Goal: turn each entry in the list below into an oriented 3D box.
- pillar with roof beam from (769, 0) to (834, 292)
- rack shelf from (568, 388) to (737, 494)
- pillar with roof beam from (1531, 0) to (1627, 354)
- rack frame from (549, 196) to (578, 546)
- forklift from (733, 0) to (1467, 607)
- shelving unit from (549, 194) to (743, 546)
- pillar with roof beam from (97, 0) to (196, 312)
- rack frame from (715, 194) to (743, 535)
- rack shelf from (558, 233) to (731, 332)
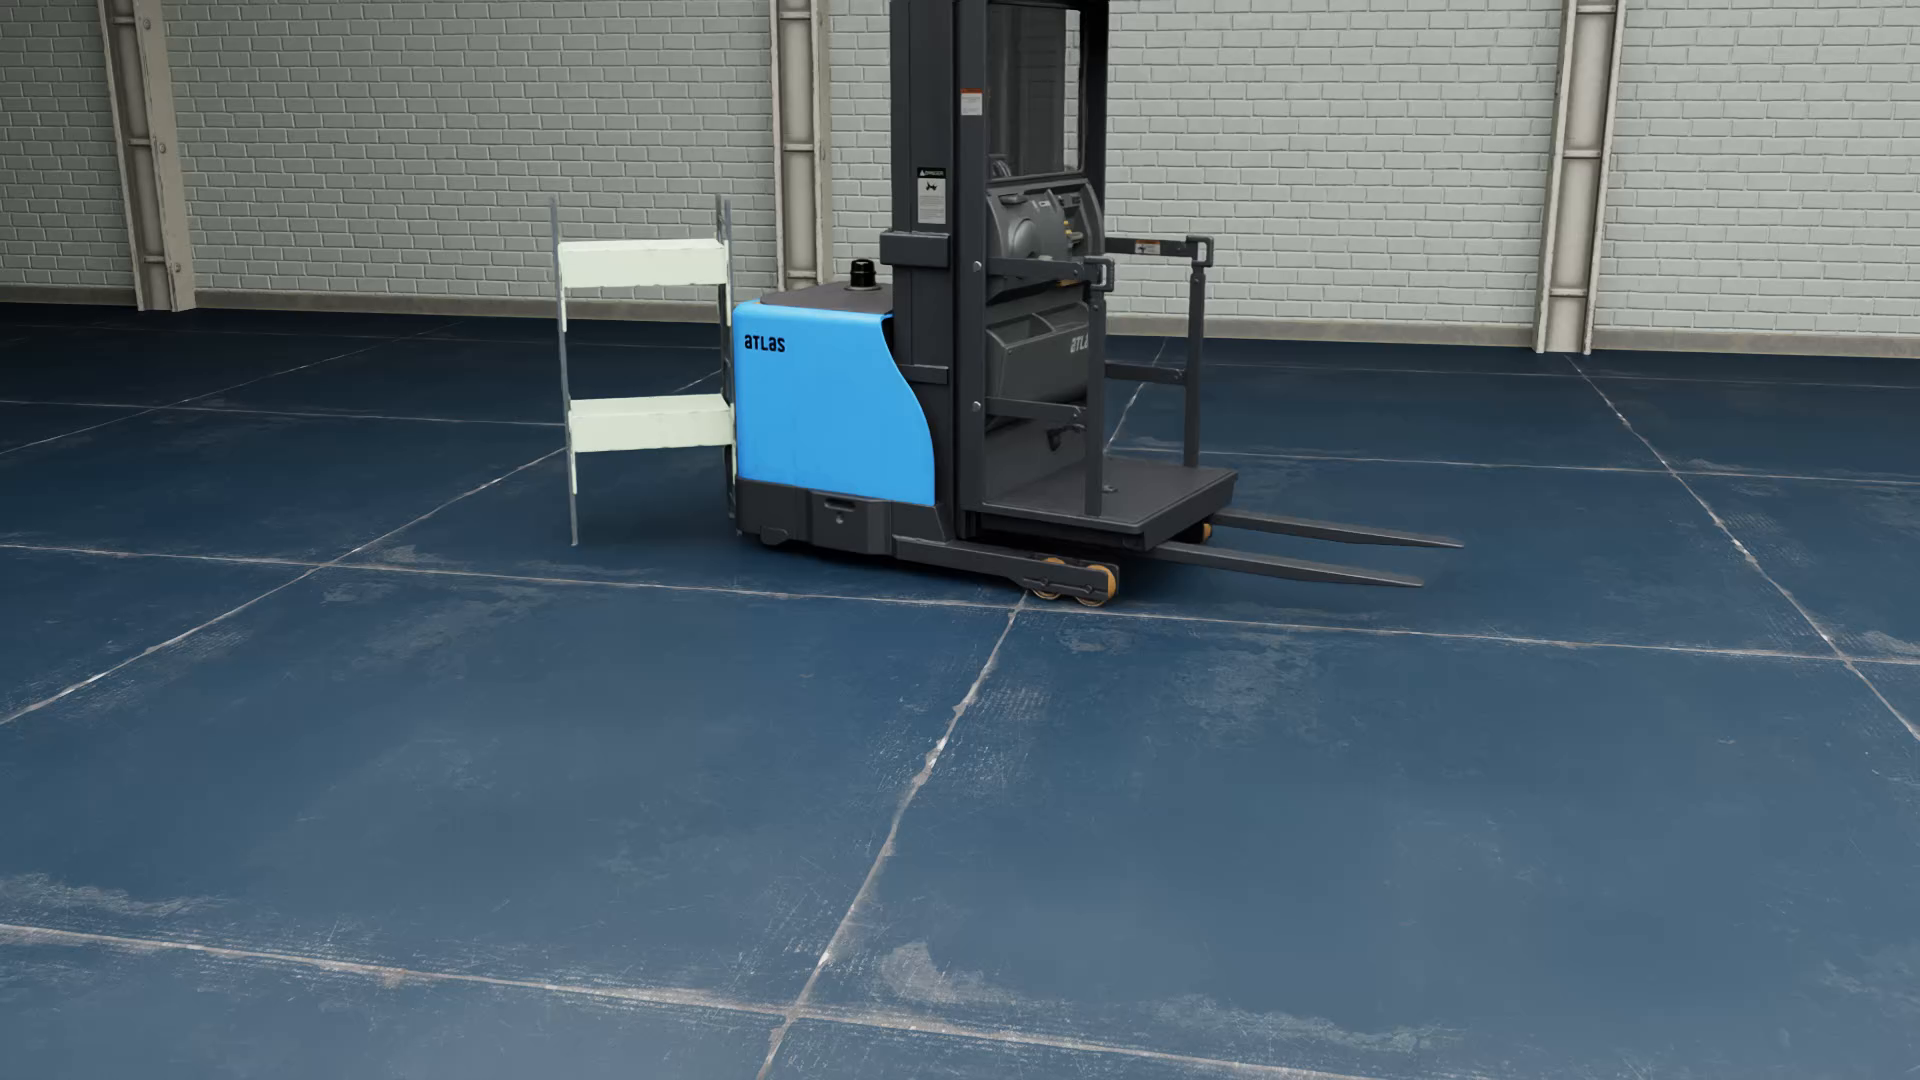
[{"bbox_3d":[-2.139,-4.981,8.618,0.400,9.000,9.100,3,16,11],"label":"pillar with roof beam"},{"bbox_3d":[-1.404,-0.457,7.552,0.720,0.370,0.431,-4,16,-14],"label":"rack shelf"},{"bbox_3d":[3.741,-4.662,7.465,0.400,9.000,9.100,3,16,11],"label":"pillar with roof beam"},{"bbox_3d":[-1.759,-0.747,7.378,0.023,1.500,0.400,-4,16,-14],"label":"rack frame"},{"bbox_3d":[0.537,-1.310,6.729,3.031,2.935,1.130,9,18,29],"label":"forklift"},{"bbox_3d":[-1.405,-0.771,7.465,0.755,1.500,0.431,-4,16,-14],"label":"shelving unit"},{"bbox_3d":[-8.018,-5.300,9.770,0.400,9.000,9.100,3,16,11],"label":"pillar with roof beam"},{"bbox_3d":[-1.050,-0.796,7.553,0.023,1.500,0.400,-4,16,-14],"label":"rack frame"},{"bbox_3d":[-1.405,-1.147,7.362,0.720,0.370,0.431,-4,16,-14],"label":"rack shelf"}]
